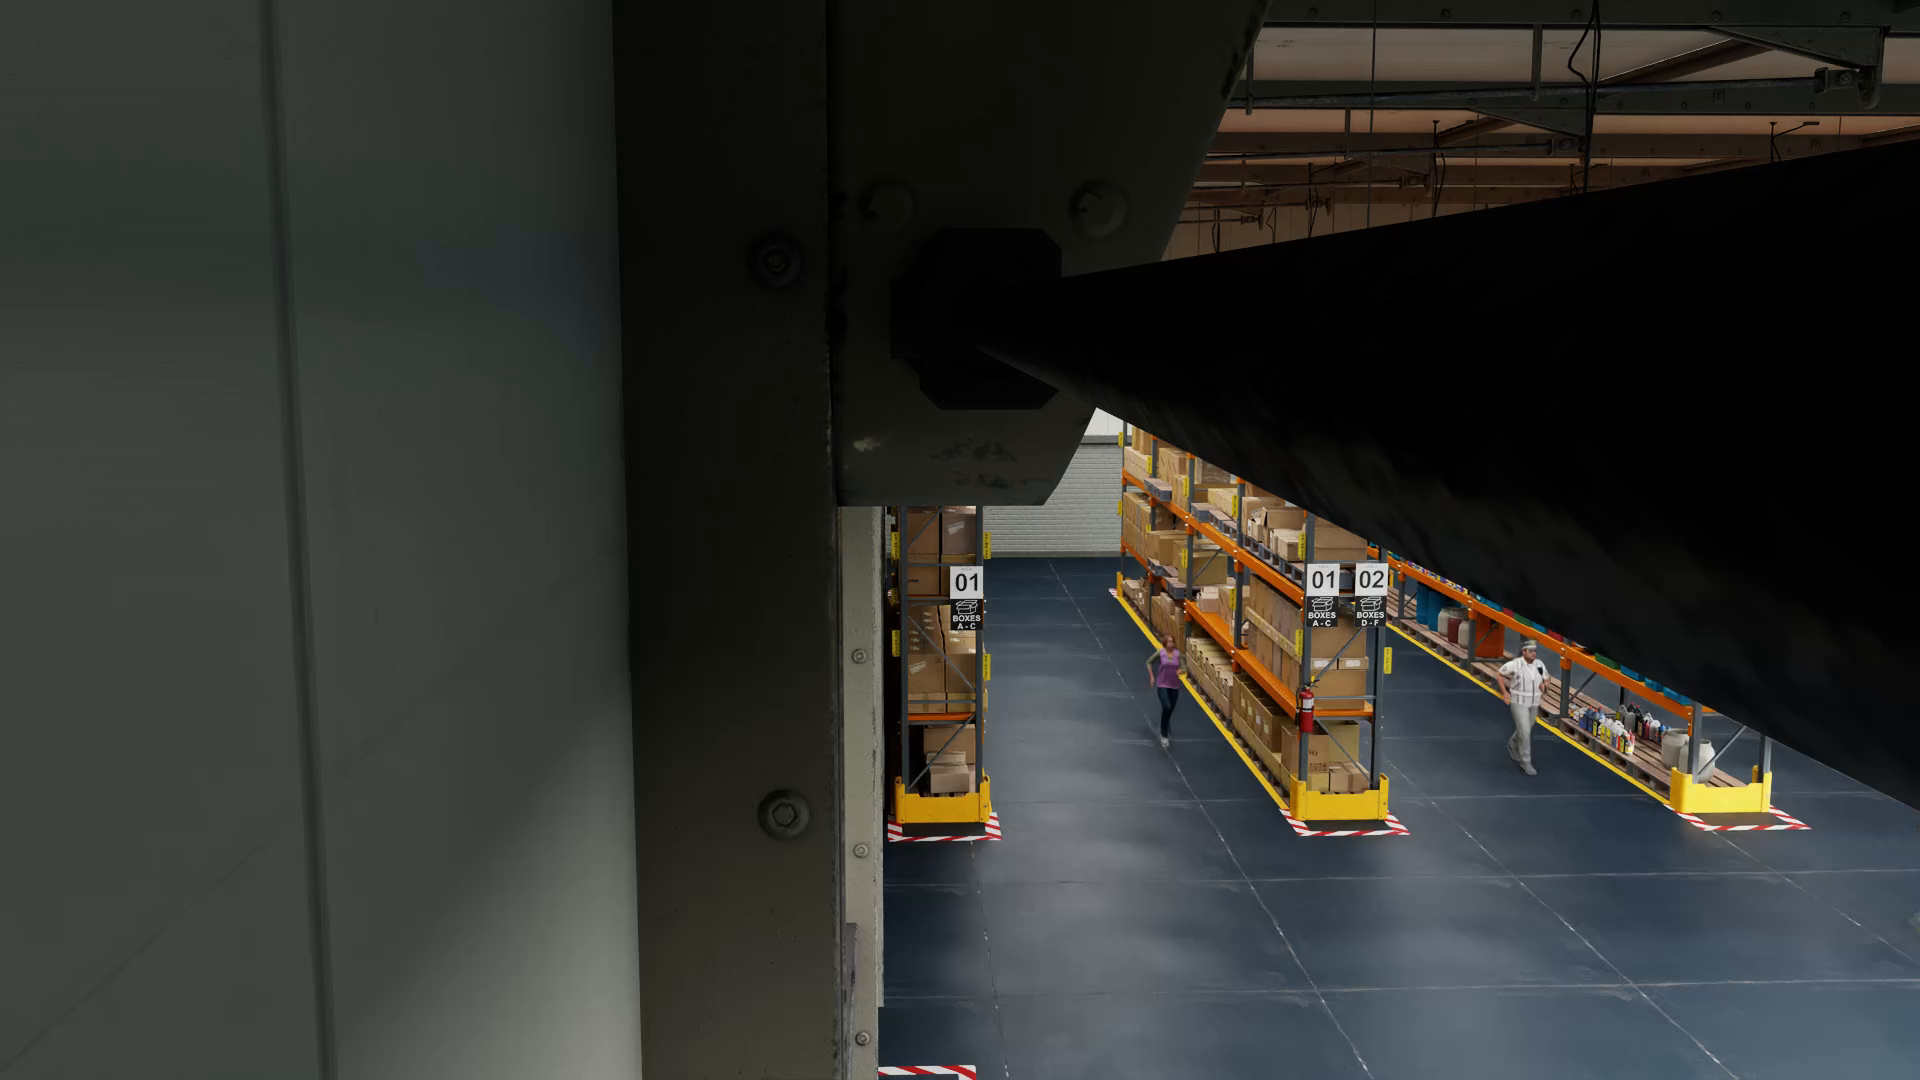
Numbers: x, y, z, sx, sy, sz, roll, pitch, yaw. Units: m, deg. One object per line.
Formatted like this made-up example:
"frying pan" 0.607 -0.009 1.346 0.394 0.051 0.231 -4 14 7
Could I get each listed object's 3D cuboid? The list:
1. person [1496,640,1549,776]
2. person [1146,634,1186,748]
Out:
"person" 7.760 2.241 22.817 0.665 1.793 0.899 -2 8 -15
"person" 3.004 2.166 24.082 0.503 1.644 0.706 -2 8 -15
